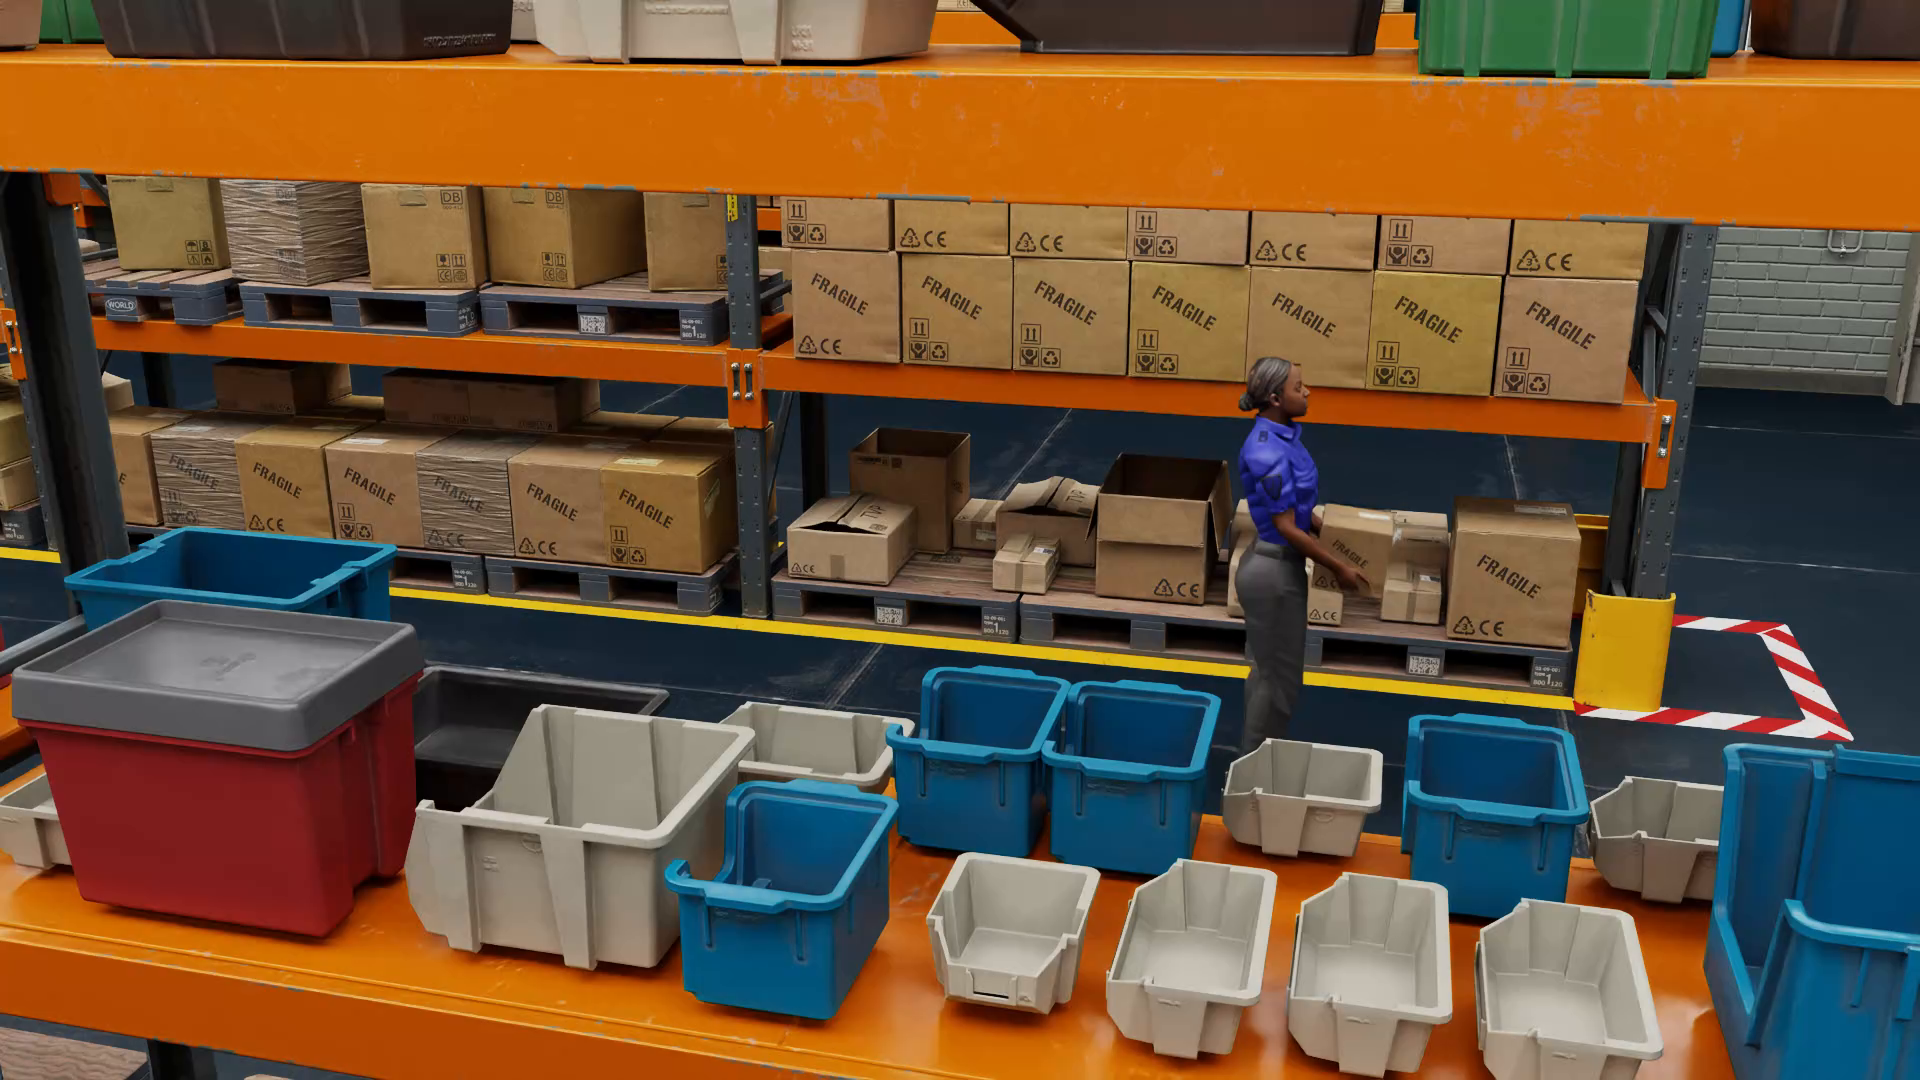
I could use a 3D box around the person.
[{"bbox_3d":[1.244,0.151,6.113,0.507,1.655,0.456,5,19,13],"label":"person"}]
